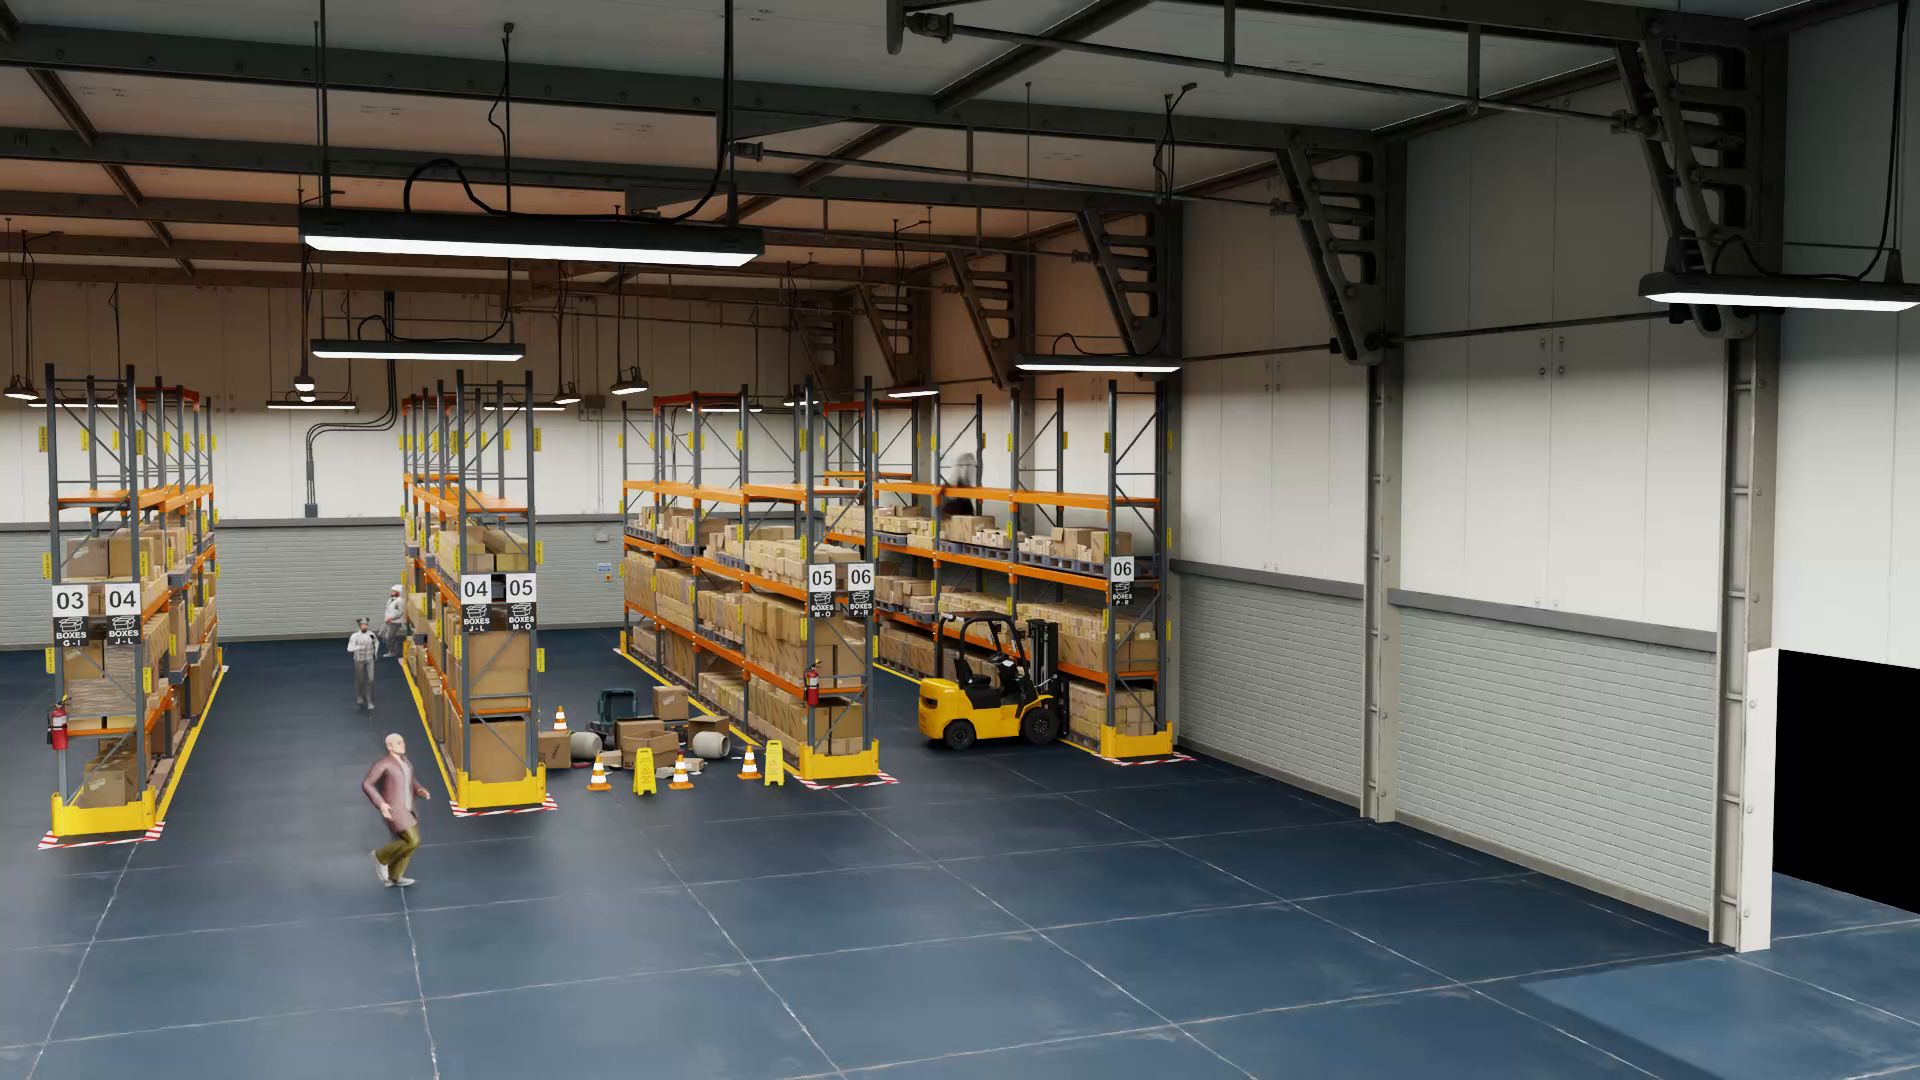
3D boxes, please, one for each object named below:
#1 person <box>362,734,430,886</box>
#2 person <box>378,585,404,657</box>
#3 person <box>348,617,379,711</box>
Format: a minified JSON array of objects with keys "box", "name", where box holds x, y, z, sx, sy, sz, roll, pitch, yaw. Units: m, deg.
[{"box":[-6.286,3.047,18.707,0.624,1.737,0.713,1,3,14],"name":"person"},{"box":[-13.222,1.893,38.689,0.680,1.692,0.540,3,4,40],"name":"person"},{"box":[-11.216,2.307,31.324,0.606,1.726,0.809,-2,4,-28],"name":"person"}]
